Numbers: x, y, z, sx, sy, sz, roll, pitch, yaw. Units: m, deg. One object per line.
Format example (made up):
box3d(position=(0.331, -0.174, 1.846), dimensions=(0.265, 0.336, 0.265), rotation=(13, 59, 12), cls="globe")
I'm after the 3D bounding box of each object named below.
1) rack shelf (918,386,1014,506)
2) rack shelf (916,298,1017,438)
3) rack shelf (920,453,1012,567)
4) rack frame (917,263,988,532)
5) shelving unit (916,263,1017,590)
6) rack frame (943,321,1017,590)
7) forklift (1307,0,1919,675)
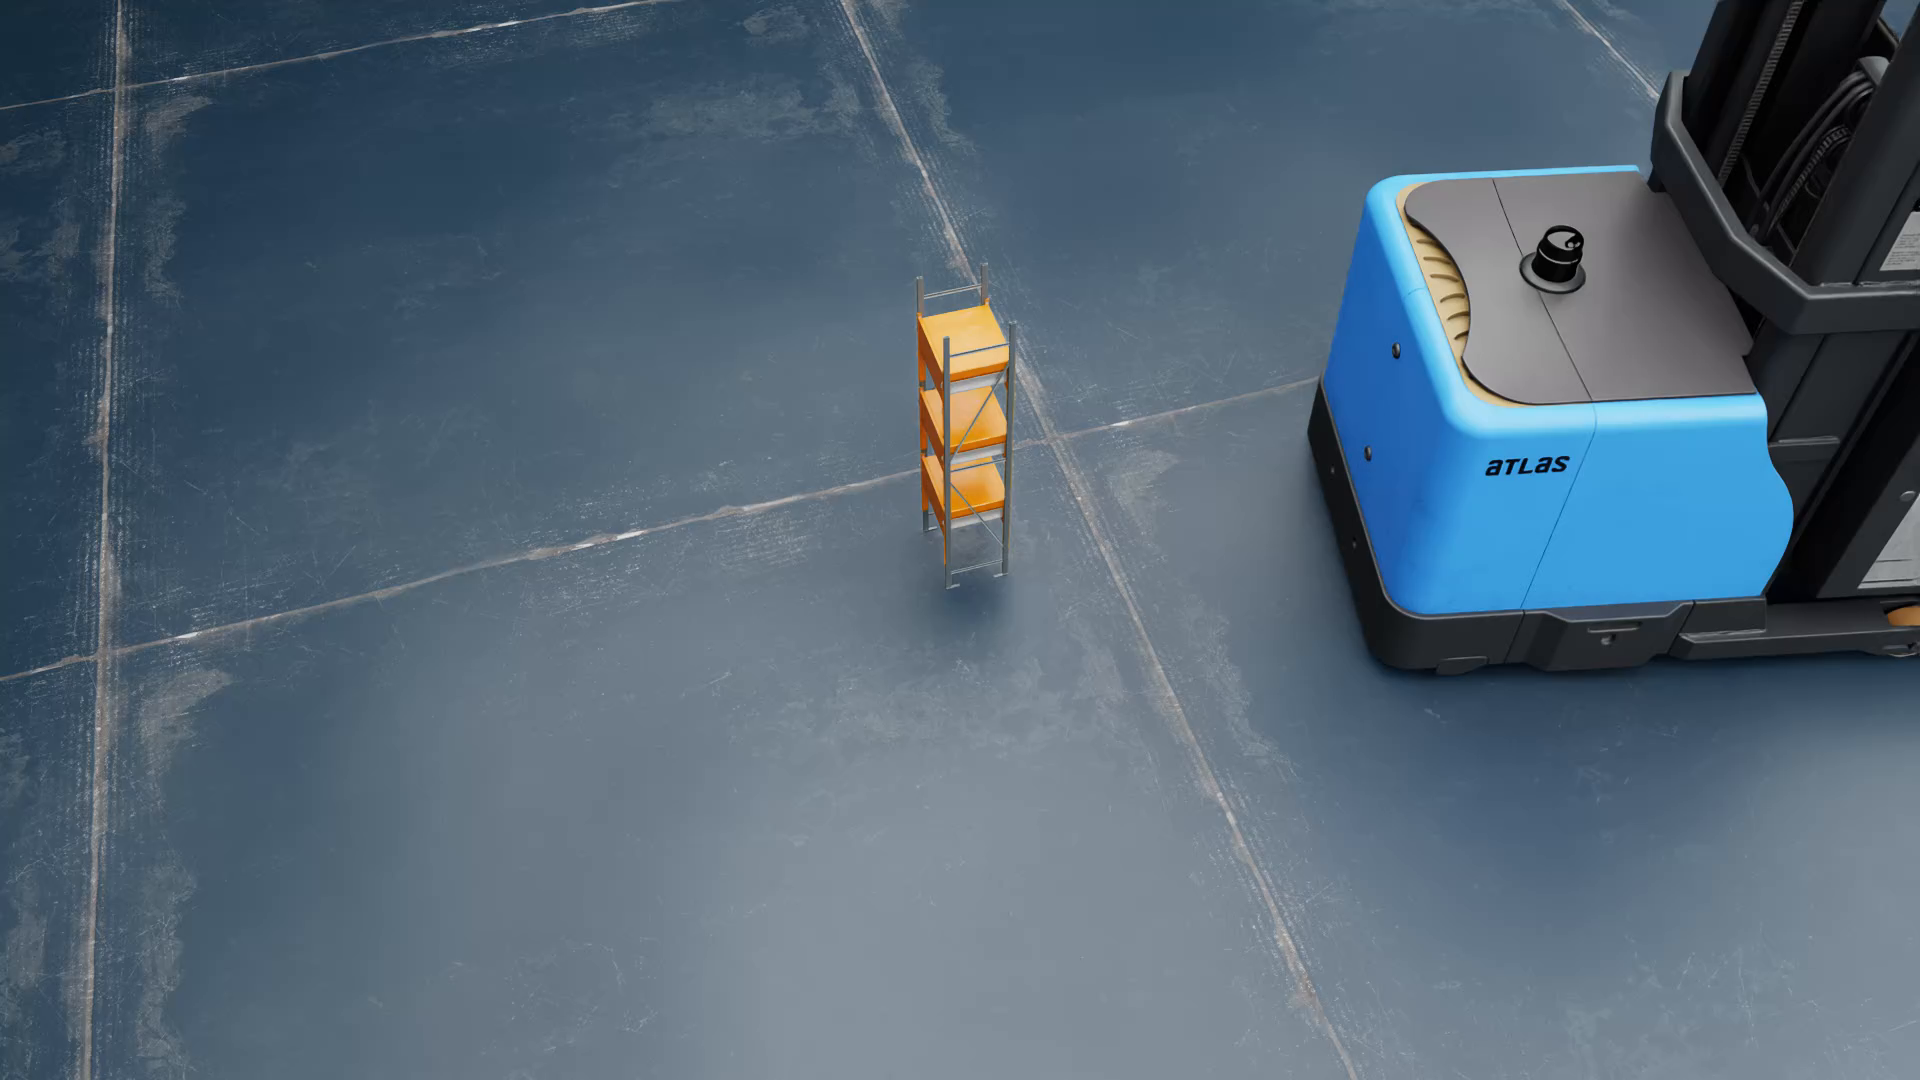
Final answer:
box3d(position=(0.016, -0.292, 4.824), dimensions=(0.215, 0.259, 0.240), rotation=(-13, 51, -11), cls="rack shelf")
box3d(position=(0.016, -0.475, 4.607), dimensions=(0.215, 0.259, 0.240), rotation=(-13, 51, -11), cls="rack shelf")
box3d(position=(0.016, -0.113, 5.036), dimensions=(0.215, 0.259, 0.240), rotation=(-13, 51, -11), cls="rack shelf")
box3d(position=(-0.020, -0.388, 4.891), dimensions=(0.200, 1.050, 0.008), rotation=(-13, 51, -11), cls="rack frame")
box3d(position=(0.016, -0.299, 4.816), dimensions=(0.215, 1.050, 0.252), rotation=(-13, 51, -11), cls="shelving unit")
box3d(position=(0.052, -0.210, 4.741), dimensions=(0.200, 1.050, 0.008), rotation=(-13, 51, -11), cls="rack frame")
box3d(position=(2.680, -1.001, 4.177), dimensions=(3.031, 2.935, 1.130), rotation=(-3, 50, -3), cls="forklift")
